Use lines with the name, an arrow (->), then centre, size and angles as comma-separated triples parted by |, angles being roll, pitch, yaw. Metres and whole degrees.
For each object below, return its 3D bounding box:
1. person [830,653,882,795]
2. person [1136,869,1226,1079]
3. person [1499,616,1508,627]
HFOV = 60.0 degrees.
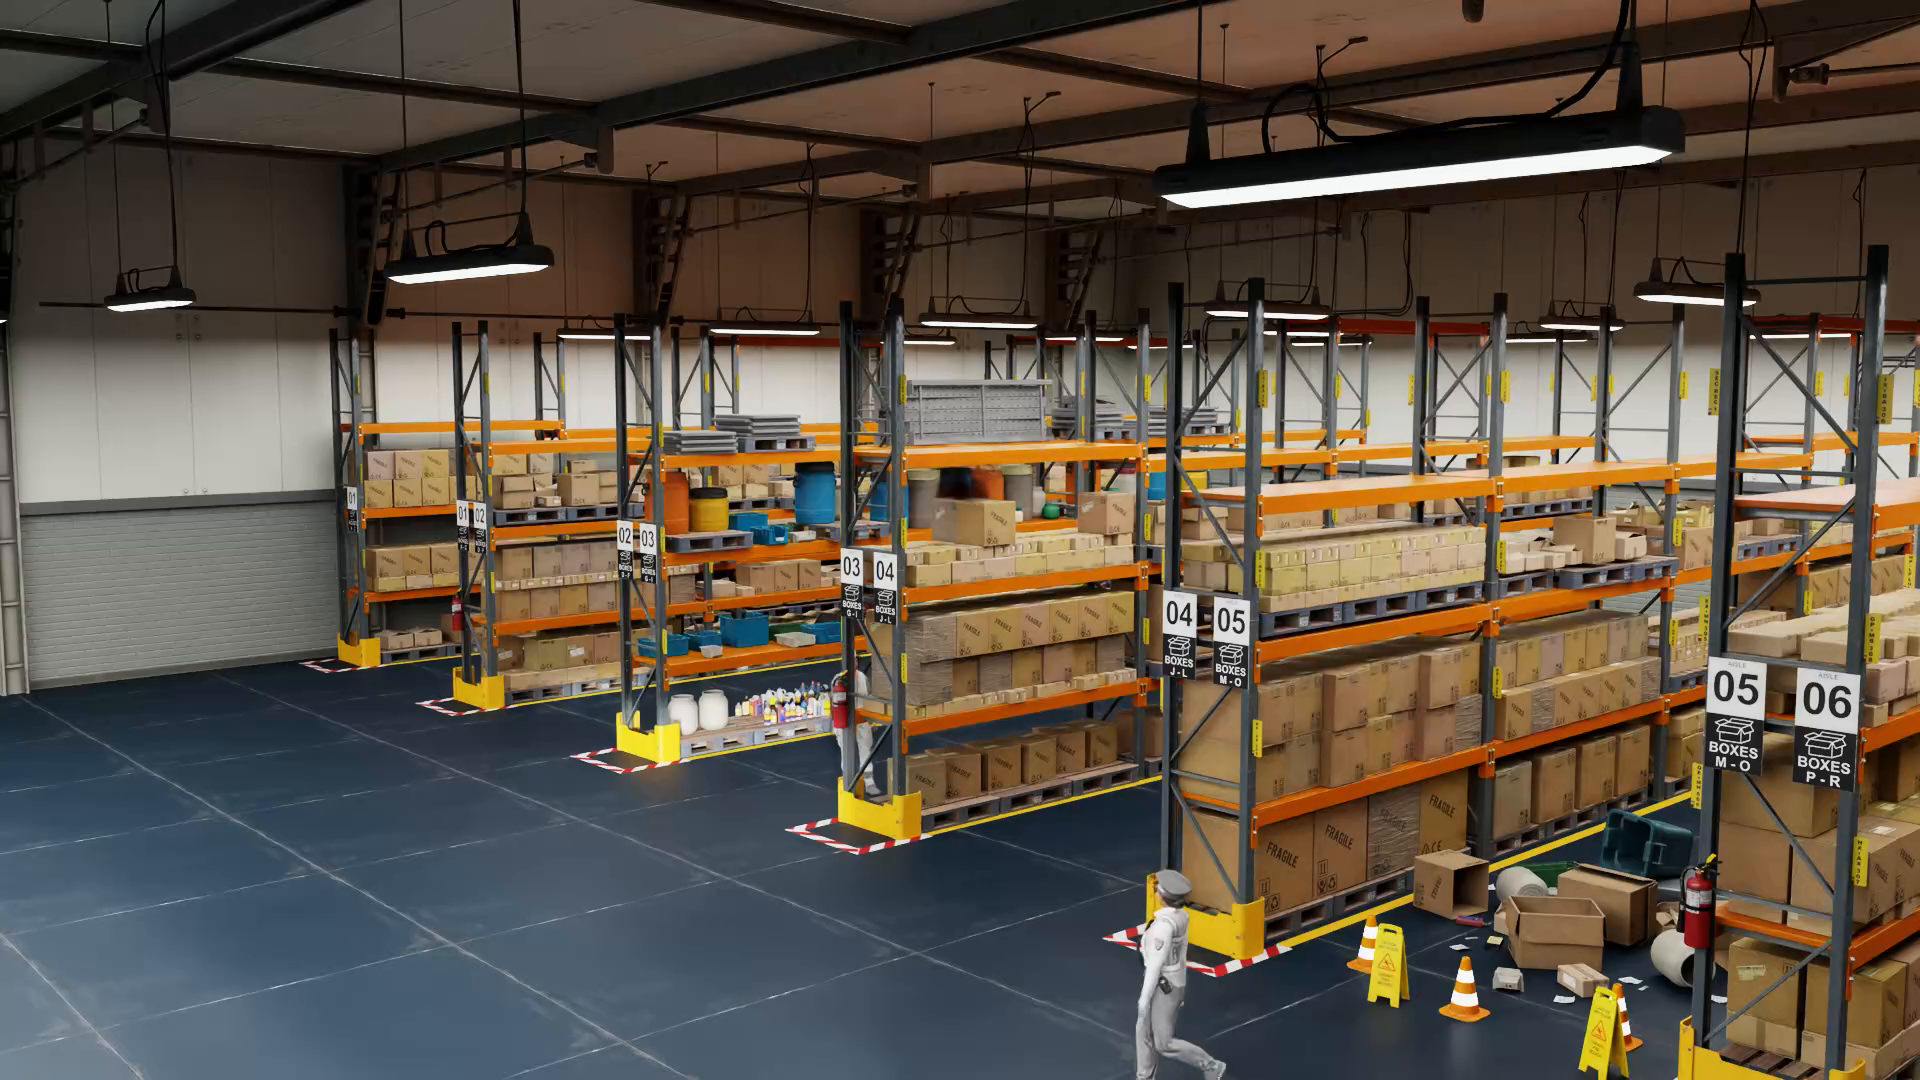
person -> -1.282, 2.252, 20.570 | 0.629, 1.780, 0.584 | -2, 6, -20
person -> 1.492, 3.163, 11.789 | 0.776, 1.673, 0.435 | 0, 6, -1
person -> 8.022, 1.864, 24.769 | 1.031, 1.724, 0.593 | -5, 8, -44
